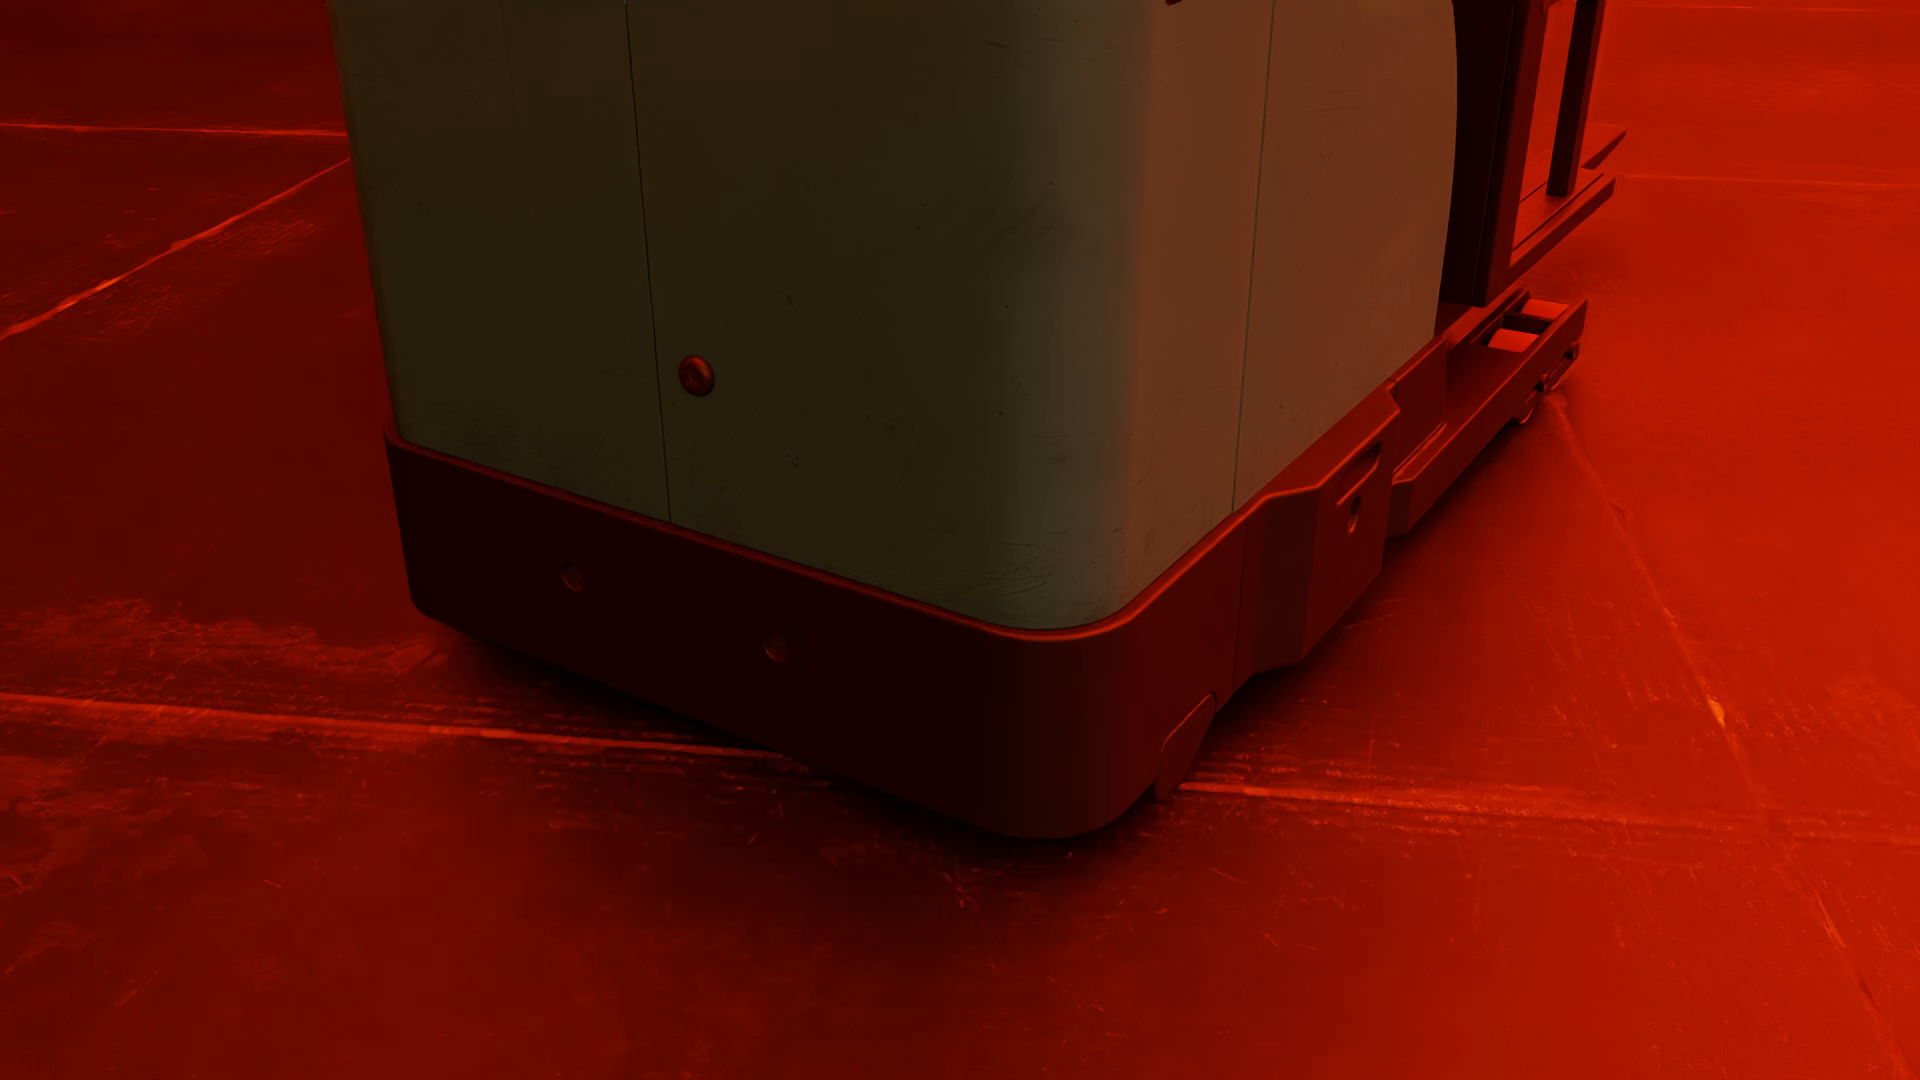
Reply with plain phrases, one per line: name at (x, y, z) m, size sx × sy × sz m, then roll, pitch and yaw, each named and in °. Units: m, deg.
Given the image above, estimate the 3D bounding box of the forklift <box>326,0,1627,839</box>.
forklift at (0.491, -1.614, 2.452) m, size 1.130 × 2.935 × 3.031 m, roll 16°, pitch 31°, yaw 29°
